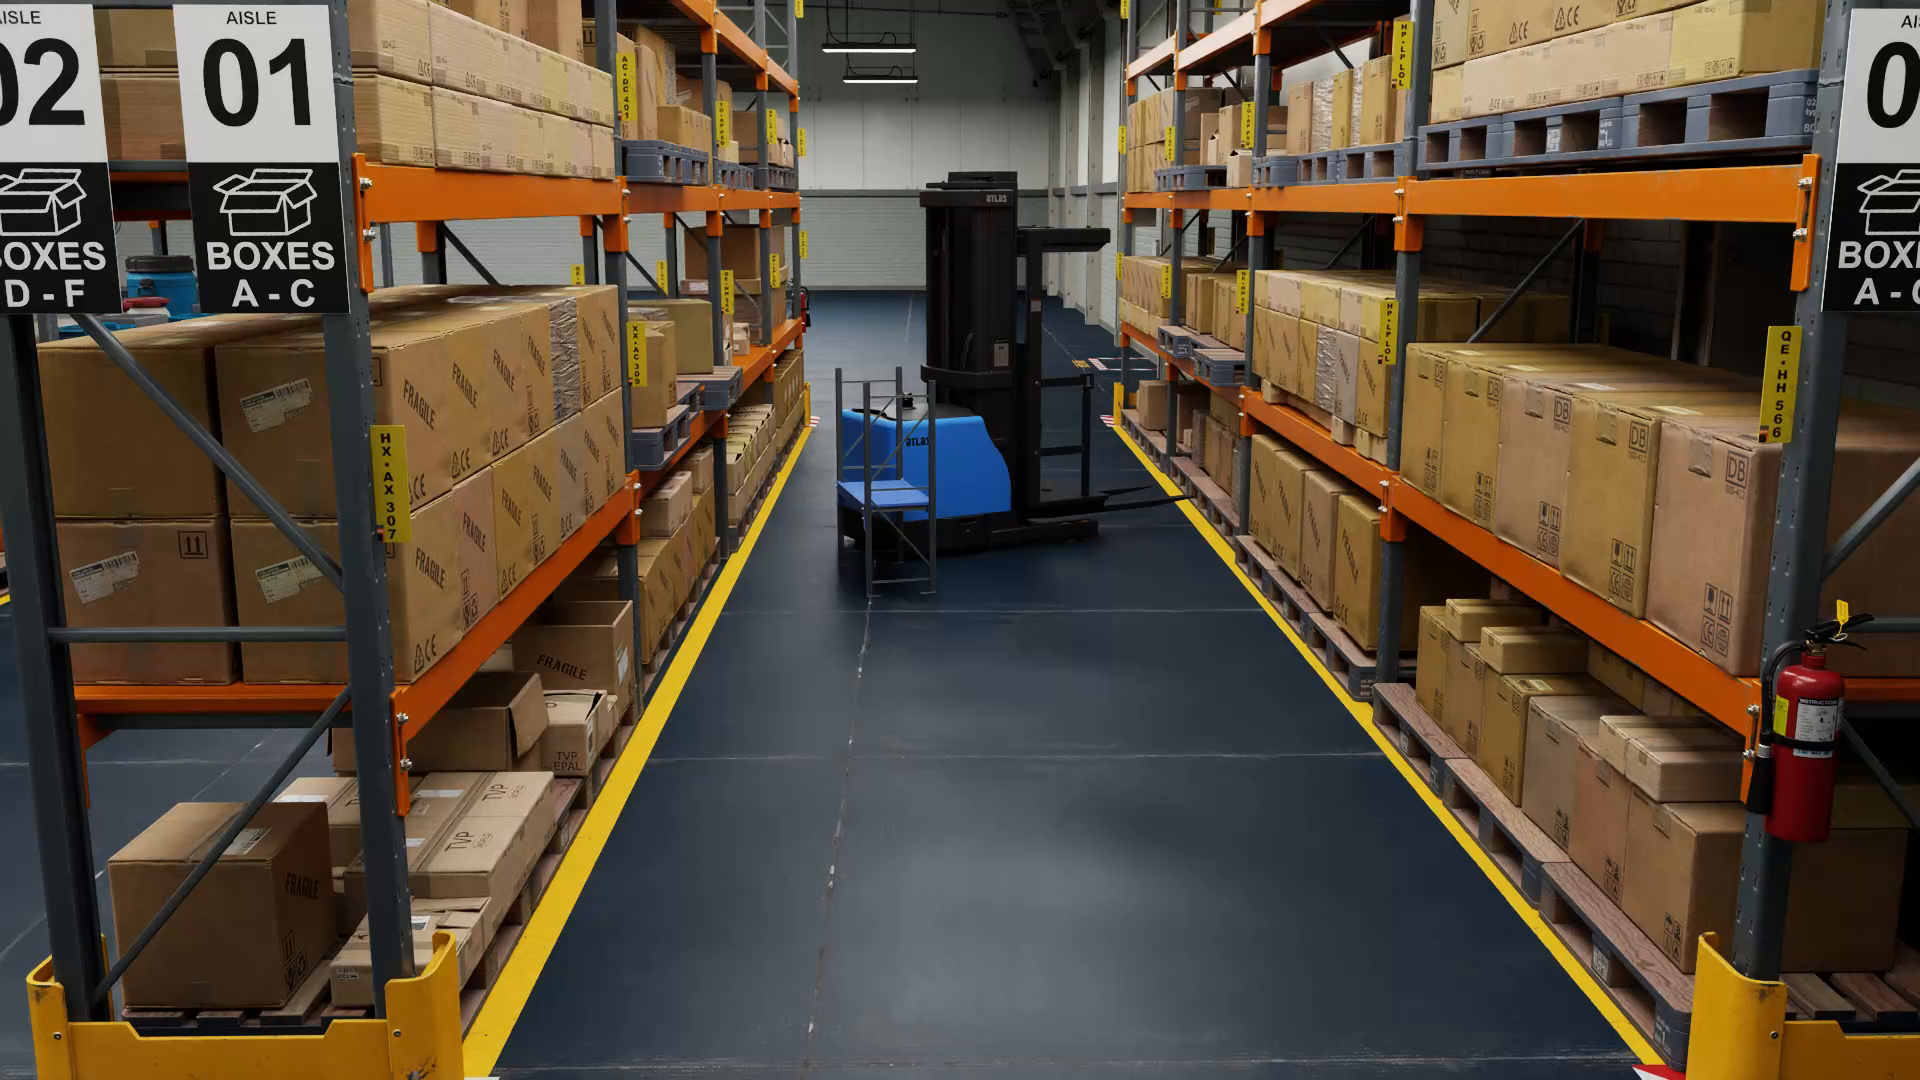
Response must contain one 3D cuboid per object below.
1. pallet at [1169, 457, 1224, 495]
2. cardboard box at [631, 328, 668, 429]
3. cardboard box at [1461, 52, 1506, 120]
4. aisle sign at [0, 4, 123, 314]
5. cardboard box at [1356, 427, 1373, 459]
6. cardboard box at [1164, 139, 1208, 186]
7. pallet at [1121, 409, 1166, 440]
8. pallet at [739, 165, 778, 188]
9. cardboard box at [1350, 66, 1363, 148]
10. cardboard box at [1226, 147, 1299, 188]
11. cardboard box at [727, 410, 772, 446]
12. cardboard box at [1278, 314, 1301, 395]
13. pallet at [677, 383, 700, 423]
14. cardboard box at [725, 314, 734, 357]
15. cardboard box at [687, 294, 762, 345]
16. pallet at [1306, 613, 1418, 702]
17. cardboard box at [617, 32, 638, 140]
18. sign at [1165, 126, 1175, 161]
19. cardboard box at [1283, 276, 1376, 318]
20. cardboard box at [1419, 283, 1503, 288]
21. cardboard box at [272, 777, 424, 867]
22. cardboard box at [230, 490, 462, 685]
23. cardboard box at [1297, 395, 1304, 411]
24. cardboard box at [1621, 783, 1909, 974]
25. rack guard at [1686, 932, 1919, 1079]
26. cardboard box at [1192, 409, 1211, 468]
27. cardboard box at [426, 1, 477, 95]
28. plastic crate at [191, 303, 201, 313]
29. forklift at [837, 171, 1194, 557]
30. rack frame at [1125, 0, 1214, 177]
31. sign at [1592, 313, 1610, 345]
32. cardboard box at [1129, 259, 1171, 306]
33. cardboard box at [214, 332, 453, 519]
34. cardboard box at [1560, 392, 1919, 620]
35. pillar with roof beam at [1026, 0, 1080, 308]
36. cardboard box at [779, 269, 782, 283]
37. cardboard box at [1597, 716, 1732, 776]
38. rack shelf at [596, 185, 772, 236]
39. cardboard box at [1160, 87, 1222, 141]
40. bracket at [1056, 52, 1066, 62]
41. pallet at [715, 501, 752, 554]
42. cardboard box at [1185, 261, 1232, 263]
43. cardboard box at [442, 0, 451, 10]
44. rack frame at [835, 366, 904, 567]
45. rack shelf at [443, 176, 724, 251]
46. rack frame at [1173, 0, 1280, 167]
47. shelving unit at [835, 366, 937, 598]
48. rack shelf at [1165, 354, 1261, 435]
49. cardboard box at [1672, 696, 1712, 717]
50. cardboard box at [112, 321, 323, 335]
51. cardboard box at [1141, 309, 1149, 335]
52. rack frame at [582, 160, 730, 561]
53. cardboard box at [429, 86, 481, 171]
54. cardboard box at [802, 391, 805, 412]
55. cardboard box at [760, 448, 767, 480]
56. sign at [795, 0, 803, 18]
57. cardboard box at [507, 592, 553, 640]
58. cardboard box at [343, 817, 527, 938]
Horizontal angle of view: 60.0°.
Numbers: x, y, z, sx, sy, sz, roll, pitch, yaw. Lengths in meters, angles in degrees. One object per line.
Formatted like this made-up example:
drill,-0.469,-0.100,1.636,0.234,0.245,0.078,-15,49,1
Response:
pallet,2.604,-0.612,16.047,1.003,0.211,1.213,0,11,-1
cardboard box,-1.987,-0.872,9.007,0.700,0.500,0.500,-4,12,-20
cardboard box,2.498,-1.955,7.177,0.500,0.250,0.500,0,11,-2
aisle sign,-2.423,-0.987,4.339,0.394,0.787,0.004,0,11,-1
cardboard box,2.432,-0.546,9.290,0.380,0.149,0.250,0,11,0
cardboard box,2.328,-3.763,16.715,0.500,0.500,0.500,0,11,0
pallet,2.486,-1.386,19.858,1.003,0.211,1.213,0,11,-1
pallet,-2.410,-3.709,16.975,1.003,0.211,1.213,0,11,-1
cardboard box,2.820,-2.664,10.243,0.700,0.500,0.500,0,11,-1
cardboard box,2.384,-2.917,13.022,0.500,0.311,0.500,0,11,-1
cardboard box,-2.055,-1.063,15.704,0.500,0.311,0.500,0,11,0
cardboard box,2.433,-1.243,11.091,0.500,0.500,0.500,0,11,-1
pallet,-2.239,-0.837,10.623,1.003,0.211,1.213,0,11,-1
cardboard box,-2.356,-1.904,15.150,0.500,0.500,0.500,1,11,3
cardboard box,-2.382,-2.250,16.854,0.700,0.500,0.500,-1,11,-3
pallet,2.660,0.670,9.726,1.003,0.211,1.213,0,11,-1
cardboard box,-2.175,-2.530,9.380,0.600,0.600,0.600,0,11,-2
sign,2.044,-3.854,16.165,0.100,0.325,0.005,0,11,-1
cardboard box,2.446,-1.613,11.031,0.500,0.250,0.500,0,11,-1
cardboard box,2.969,-1.412,10.038,0.500,0.250,0.500,-1,11,-3
cardboard box,-2.366,1.109,6.360,0.500,0.250,0.500,0,11,-1
cardboard box,-1.864,0.134,5.101,0.500,0.500,0.500,0,11,0
cardboard box,2.504,-0.955,11.302,0.380,0.149,0.250,0,11,0
cardboard box,2.719,1.132,5.666,0.700,0.500,0.500,0,11,-1
rack guard,2.834,1.481,5.000,1.175,0.500,0.348,0,11,-1
cardboard box,2.618,-0.978,16.017,0.700,0.500,0.500,0,11,1
cardboard box,-1.872,-1.572,5.337,0.500,0.250,0.500,0,11,-1
plastic crate,-7.003,-2.030,15.858,0.402,0.464,0.583,0,11,-1
forklift,0.540,-1.499,13.574,3.031,2.935,1.130,-7,13,-29
rack frame,2.503,-5.869,19.856,1.000,3.000,0.127,0,11,-1
sign,3.306,-1.009,8.613,0.100,0.325,0.005,0,11,-1
cardboard box,2.217,-2.936,18.926,0.500,0.500,0.500,-1,11,-3
cardboard box,-1.864,-0.356,5.002,0.500,0.500,0.500,0,11,1
cardboard box,2.787,-0.141,5.957,0.980,0.700,0.700,0,11,-2
pillar with roof beam,-1.417,-10.487,42.616,9.100,9.000,0.548,0,11,-1
cardboard box,-2.230,-2.995,18.892,0.380,0.149,0.250,0,11,1
cardboard box,2.529,0.739,5.974,0.380,0.149,0.250,0,11,0
rack shelf,-2.325,-2.833,14.242,1.077,0.370,4.000,0,11,-1
cardboard box,2.304,-4.251,16.609,0.500,0.500,0.500,-1,12,-6
bracket,2.540,-12.184,41.931,0.235,0.232,0.430,0,11,-1
pallet,-2.262,-0.115,13.594,1.003,0.211,1.213,0,11,-1
cardboard box,2.752,-2.837,18.440,0.500,0.500,0.500,0,11,0
cardboard box,-2.189,-2.037,5.746,0.700,0.500,0.500,0,11,-1
rack frame,-0.676,-0.544,12.468,0.500,1.500,0.032,-3,12,-15
rack shelf,-2.243,-2.038,10.323,1.077,0.370,4.000,0,11,-1
rack frame,2.586,-5.074,15.936,1.000,3.000,0.127,0,11,-1
shelving unit,-0.545,-0.446,11.987,0.538,1.500,1.048,-3,12,-15
rack shelf,2.627,-1.384,14.645,1.077,0.370,4.000,0,11,-1
cardboard box,2.906,0.688,6.224,0.380,0.149,0.250,0,11,-1
cardboard box,-2.414,-0.454,5.487,0.500,0.500,0.500,0,11,0
cardboard box,2.245,-2.362,17.985,0.500,0.250,0.500,0,11,-1
rack frame,-2.284,-1.318,12.510,1.000,3.000,0.127,0,11,-1
cardboard box,-1.872,-1.327,5.386,0.500,0.250,0.500,0,11,-1
cardboard box,-2.143,-1.661,20.060,0.500,0.250,0.500,0,11,-1
cardboard box,-2.049,-0.688,15.263,0.500,0.250,0.500,0,11,0
sign,-1.906,-6.344,19.648,0.100,0.325,0.005,0,11,-1
cardboard box,-2.498,0.390,9.273,0.500,0.500,0.500,0,11,-1
cardboard box,-1.857,1.196,5.929,0.500,0.250,0.500,0,11,-1
